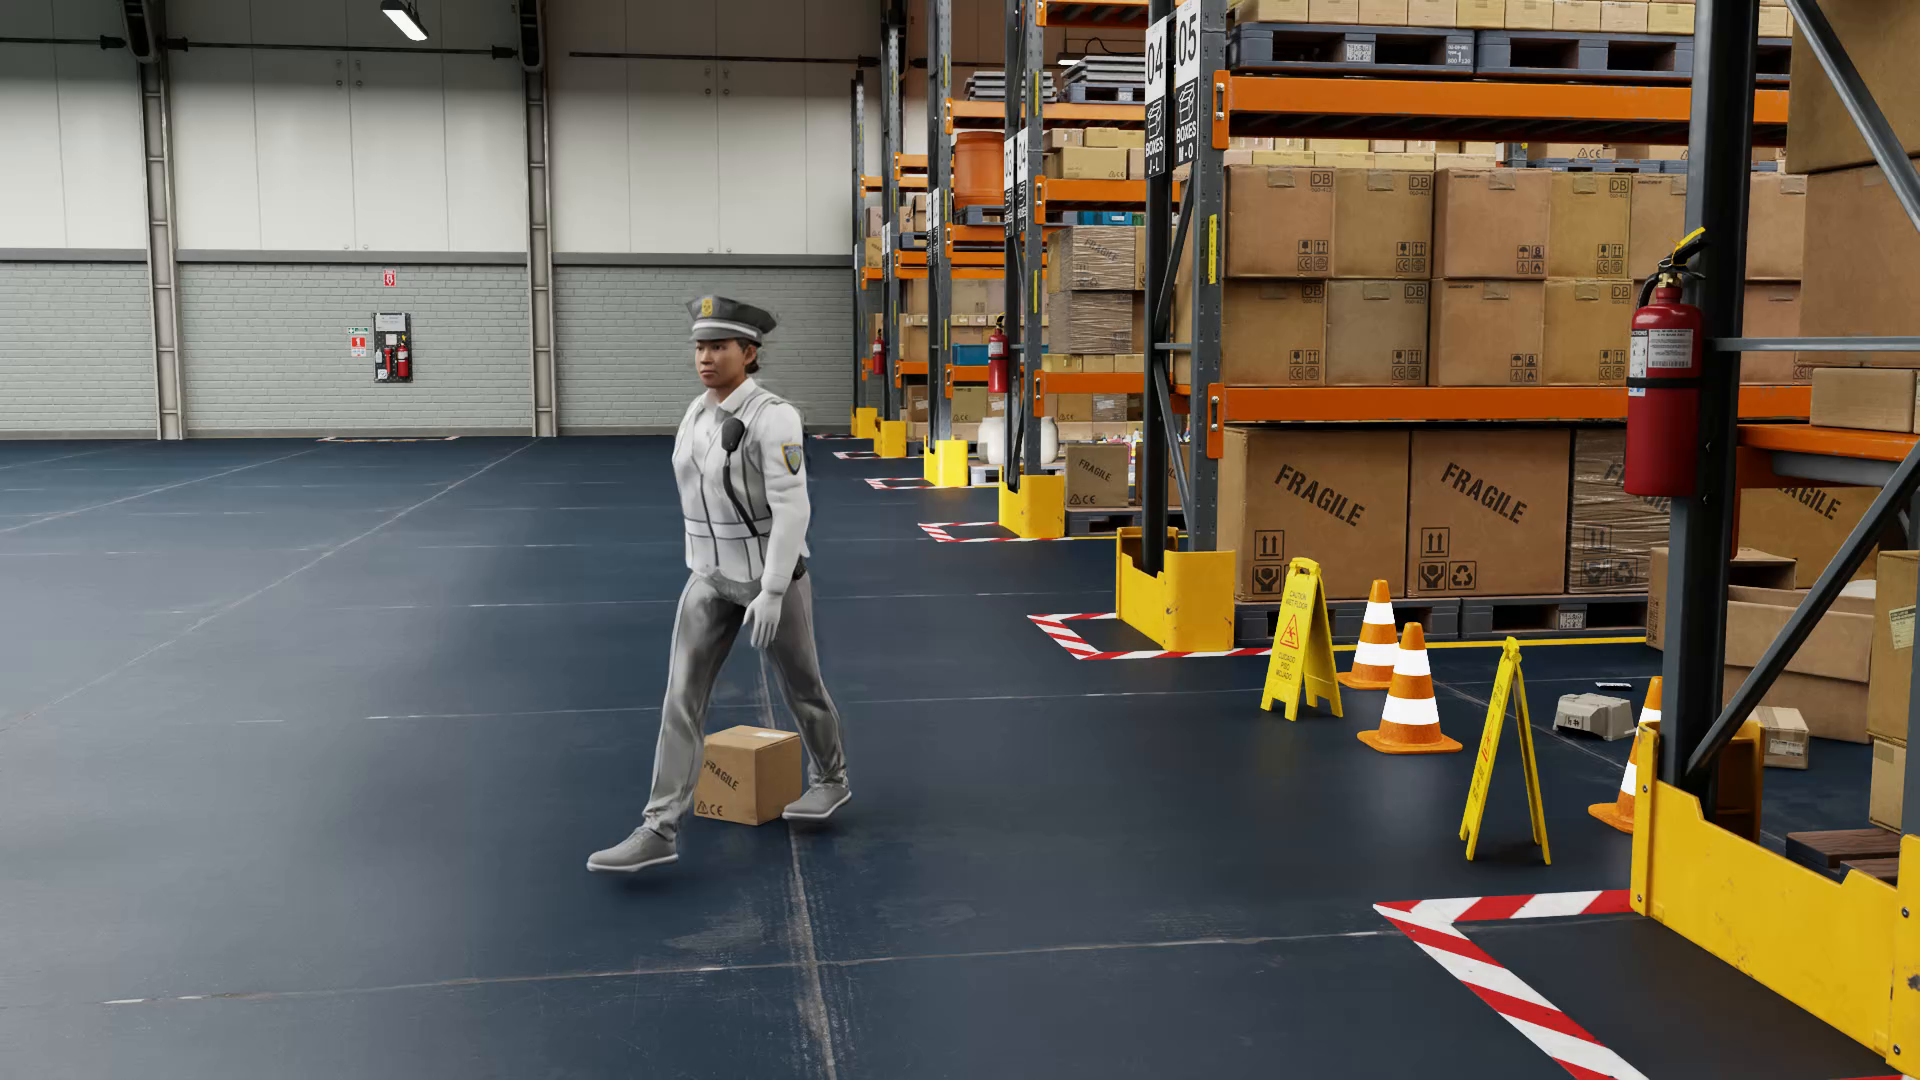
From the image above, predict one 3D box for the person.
[{"bbox_3d":[-0.639,0.101,4.823,0.510,1.607,1.010,4,8,31],"label":"person"}]
